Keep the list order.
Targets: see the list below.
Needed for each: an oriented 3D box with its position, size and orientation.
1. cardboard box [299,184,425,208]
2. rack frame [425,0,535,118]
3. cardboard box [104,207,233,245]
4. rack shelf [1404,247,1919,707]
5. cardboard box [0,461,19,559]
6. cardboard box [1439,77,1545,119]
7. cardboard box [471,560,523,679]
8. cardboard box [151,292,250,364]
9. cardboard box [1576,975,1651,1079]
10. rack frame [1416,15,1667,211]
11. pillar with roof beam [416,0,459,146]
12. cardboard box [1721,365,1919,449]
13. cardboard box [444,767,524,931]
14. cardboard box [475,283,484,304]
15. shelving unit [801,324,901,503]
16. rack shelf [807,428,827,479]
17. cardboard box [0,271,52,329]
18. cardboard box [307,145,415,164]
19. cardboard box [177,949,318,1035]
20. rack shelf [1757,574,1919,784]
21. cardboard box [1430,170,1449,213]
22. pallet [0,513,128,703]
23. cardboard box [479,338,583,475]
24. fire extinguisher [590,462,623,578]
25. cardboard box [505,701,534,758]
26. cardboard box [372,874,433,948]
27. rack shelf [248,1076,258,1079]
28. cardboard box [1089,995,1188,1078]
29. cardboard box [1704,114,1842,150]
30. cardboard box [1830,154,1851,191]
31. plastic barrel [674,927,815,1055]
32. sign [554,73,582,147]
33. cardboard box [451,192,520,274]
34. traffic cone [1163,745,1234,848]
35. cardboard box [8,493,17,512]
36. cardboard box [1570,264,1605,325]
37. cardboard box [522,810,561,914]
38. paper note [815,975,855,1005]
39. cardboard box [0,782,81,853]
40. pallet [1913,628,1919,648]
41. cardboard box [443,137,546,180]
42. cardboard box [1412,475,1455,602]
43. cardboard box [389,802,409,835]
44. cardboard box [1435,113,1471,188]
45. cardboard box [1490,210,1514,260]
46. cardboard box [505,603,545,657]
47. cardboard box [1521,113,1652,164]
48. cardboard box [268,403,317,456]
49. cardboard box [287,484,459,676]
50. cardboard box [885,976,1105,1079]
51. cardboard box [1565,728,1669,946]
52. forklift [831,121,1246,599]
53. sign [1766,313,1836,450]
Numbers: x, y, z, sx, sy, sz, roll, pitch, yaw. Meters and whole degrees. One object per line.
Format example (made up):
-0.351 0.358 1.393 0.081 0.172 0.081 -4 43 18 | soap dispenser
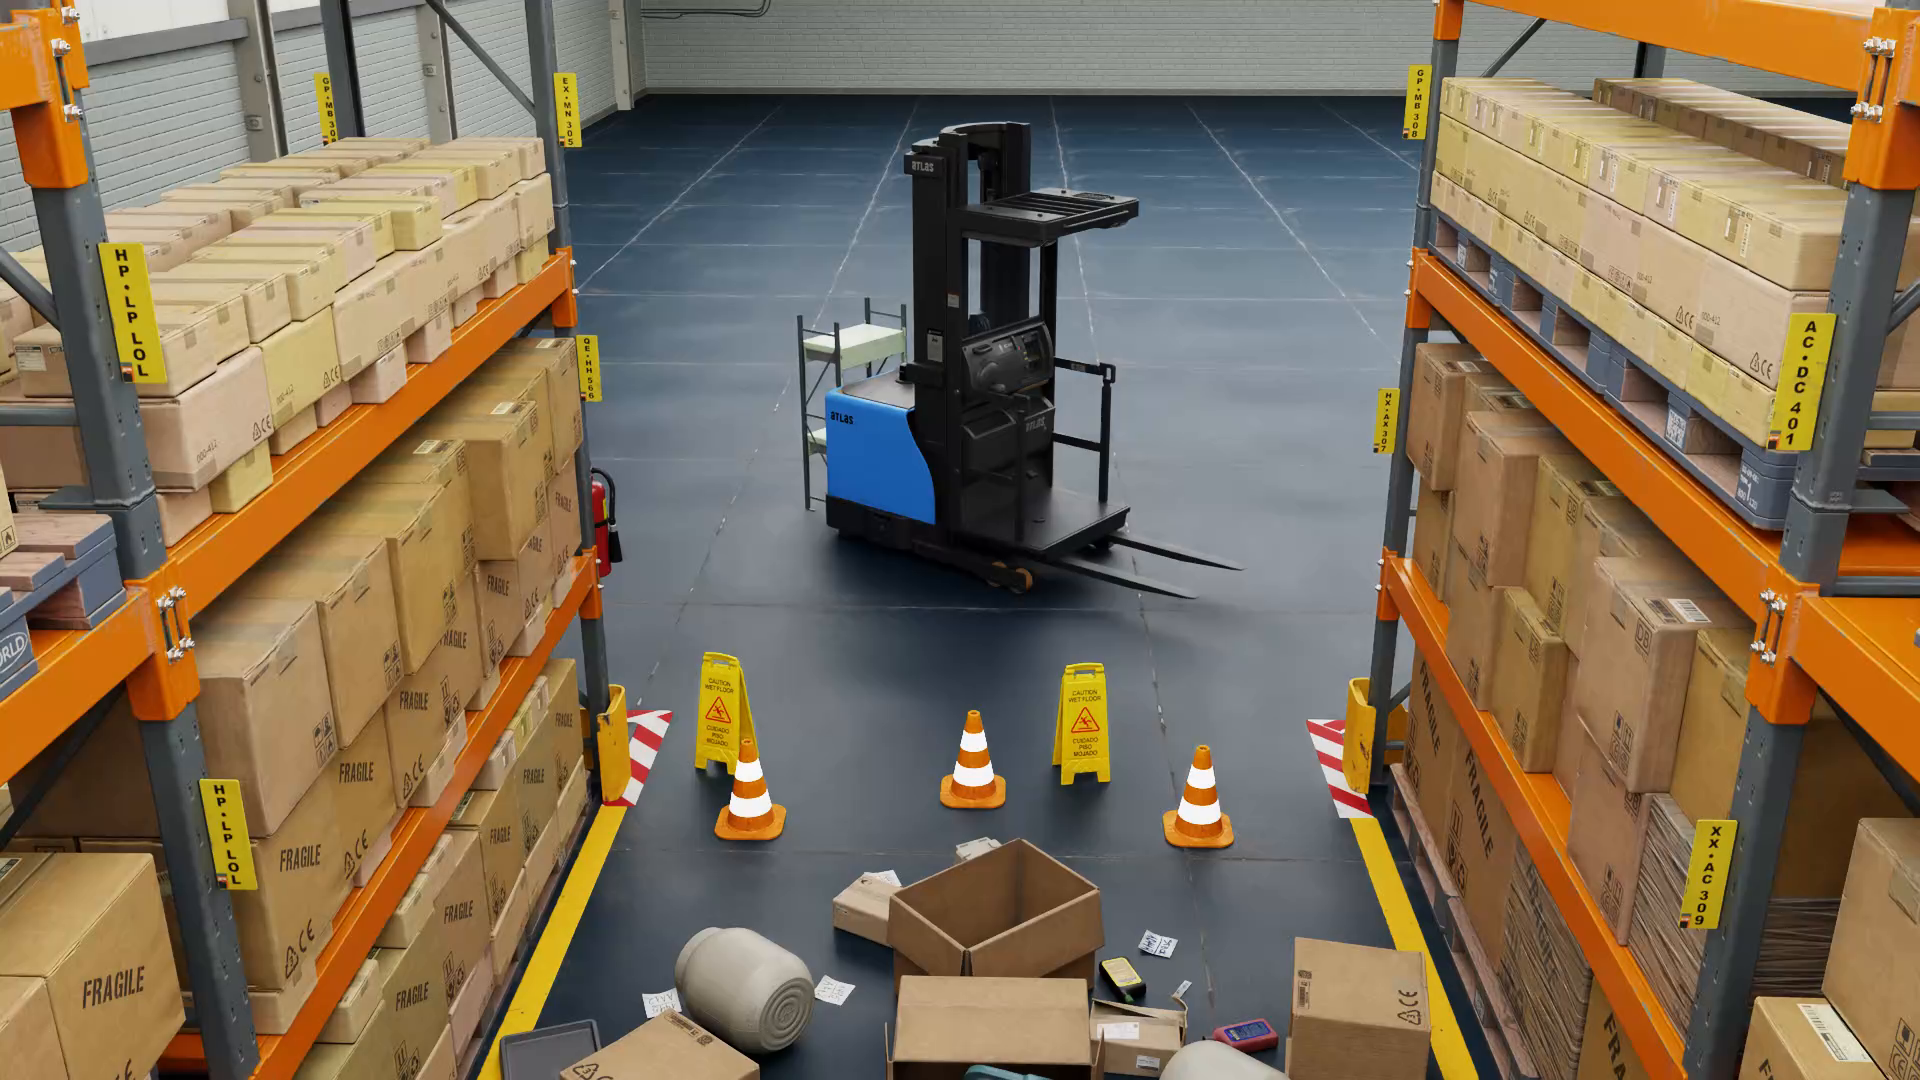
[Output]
-2.187 -1.215 6.111 0.380 0.149 0.250 0 21 0 | cardboard box
-2.332 -2.943 7.174 0.949 2.616 0.053 1 21 2 | rack frame
-2.707 -1.032 5.639 0.380 0.149 0.250 1 21 2 | cardboard box
2.562 -0.468 5.936 1.077 0.370 4.000 1 21 2 | rack shelf
-2.323 -0.011 3.392 0.500 0.250 0.500 0 21 1 | cardboard box
2.294 -1.906 7.175 0.380 0.149 0.250 1 21 2 | cardboard box
-2.108 0.230 6.741 0.500 0.500 0.500 1 21 1 | cardboard box
-2.135 -0.558 4.417 0.380 0.149 0.250 1 21 3 | cardboard box
2.590 1.886 5.378 0.875 0.875 0.875 1 21 2 | cardboard box
2.623 -2.925 7.127 1.000 3.000 0.127 1 21 2 | rack frame
-3.361 -9.215 23.339 9.100 9.000 0.400 1 21 2 | pillar with roof beam
2.192 -0.341 4.243 0.380 0.149 0.250 1 21 1 | cardboard box
-2.127 1.254 6.834 0.500 0.500 0.500 0 21 0 | cardboard box
-2.151 -1.018 6.708 0.380 0.149 0.250 1 21 2 | cardboard box
-0.792 -0.997 12.518 0.431 1.308 0.731 16 26 36 | shelving unit
-0.786 -0.694 12.638 0.431 0.370 0.720 16 26 36 | rack shelf
-2.630 -0.658 4.676 0.380 0.149 0.250 1 21 3 | cardboard box
-2.535 -1.582 7.057 0.380 0.149 0.250 1 21 1 | cardboard box
-2.120 1.307 4.861 0.380 0.149 0.250 1 21 1 | cardboard box
2.440 0.978 2.209 1.077 0.370 4.000 1 21 2 | rack shelf
2.292 -1.531 7.311 0.380 0.149 0.250 1 21 2 | cardboard box
-2.575 0.211 3.451 1.213 0.211 1.003 1 21 2 | pallet
-2.126 -0.610 7.524 0.700 0.500 0.500 0 21 0 | cardboard box
-1.864 -0.146 8.366 0.296 0.674 0.183 1 21 2 | fire extinguisher
-2.047 0.805 7.095 0.380 0.149 0.250 1 21 3 | cardboard box
-2.085 1.294 5.836 0.380 0.149 0.250 1 21 4 | cardboard box
-2.511 2.359 2.798 1.077 0.370 4.000 1 21 2 | rack shelf
0.712 1.951 6.634 0.396 0.266 0.258 4 22 11 | cardboard box
2.912 -1.438 5.969 0.380 0.149 0.250 0 21 1 | cardboard box
2.881 -1.074 5.030 0.380 0.149 0.250 1 21 2 | cardboard box
-0.878 1.818 6.757 0.512 0.421 0.421 18 27 38 | plastic barrel
-1.774 -1.944 7.522 0.100 0.325 0.005 1 21 2 | sign
-2.104 -1.244 6.737 0.500 0.250 0.500 0 21 1 | cardboard box
1.187 1.231 8.217 0.336 0.463 0.334 1 21 2 | traffic cone
-2.650 -0.189 4.570 0.380 0.149 0.250 1 21 2 | cardboard box
2.229 -0.801 5.430 0.380 0.149 0.250 0 21 1 | cardboard box
-2.108 1.422 7.437 0.500 0.250 0.500 1 21 2 | cardboard box
-0.543 1.913 7.073 0.148 0.019 0.142 8 23 20 | paper note
-2.685 0.951 4.881 0.500 0.500 0.500 0 21 0 | cardboard box
2.522 0.341 3.122 0.805 0.209 1.217 0 21 -1 | pallet
-2.043 -1.674 7.294 0.380 0.149 0.250 1 21 2 | cardboard box
2.657 -0.063 7.838 0.875 0.550 0.550 1 21 2 | cardboard box
-2.167 0.933 5.825 0.380 0.149 0.250 1 21 1 | cardboard box
2.351 -1.666 7.107 0.500 0.250 0.500 1 21 2 | cardboard box
2.261 -1.166 6.370 0.380 0.149 0.250 1 21 2 | cardboard box
-2.029 0.387 7.231 0.380 0.149 0.250 1 21 3 | cardboard box
2.254 -1.447 5.991 0.380 0.149 0.250 0 21 1 | cardboard box
-2.187 -0.366 5.026 0.380 0.149 0.250 1 21 3 | cardboard box
-2.140 0.126 5.625 0.700 0.500 0.500 0 21 0 | cardboard box
0.129 1.956 6.106 0.797 0.637 0.503 1 21 2 | cardboard box
2.494 0.915 5.315 0.875 0.550 0.550 1 21 2 | cardboard box
0.491 -1.223 11.130 3.031 2.935 1.121 16 26 35 | forklift
1.946 -0.364 3.849 0.100 0.325 0.005 1 21 2 | sign
